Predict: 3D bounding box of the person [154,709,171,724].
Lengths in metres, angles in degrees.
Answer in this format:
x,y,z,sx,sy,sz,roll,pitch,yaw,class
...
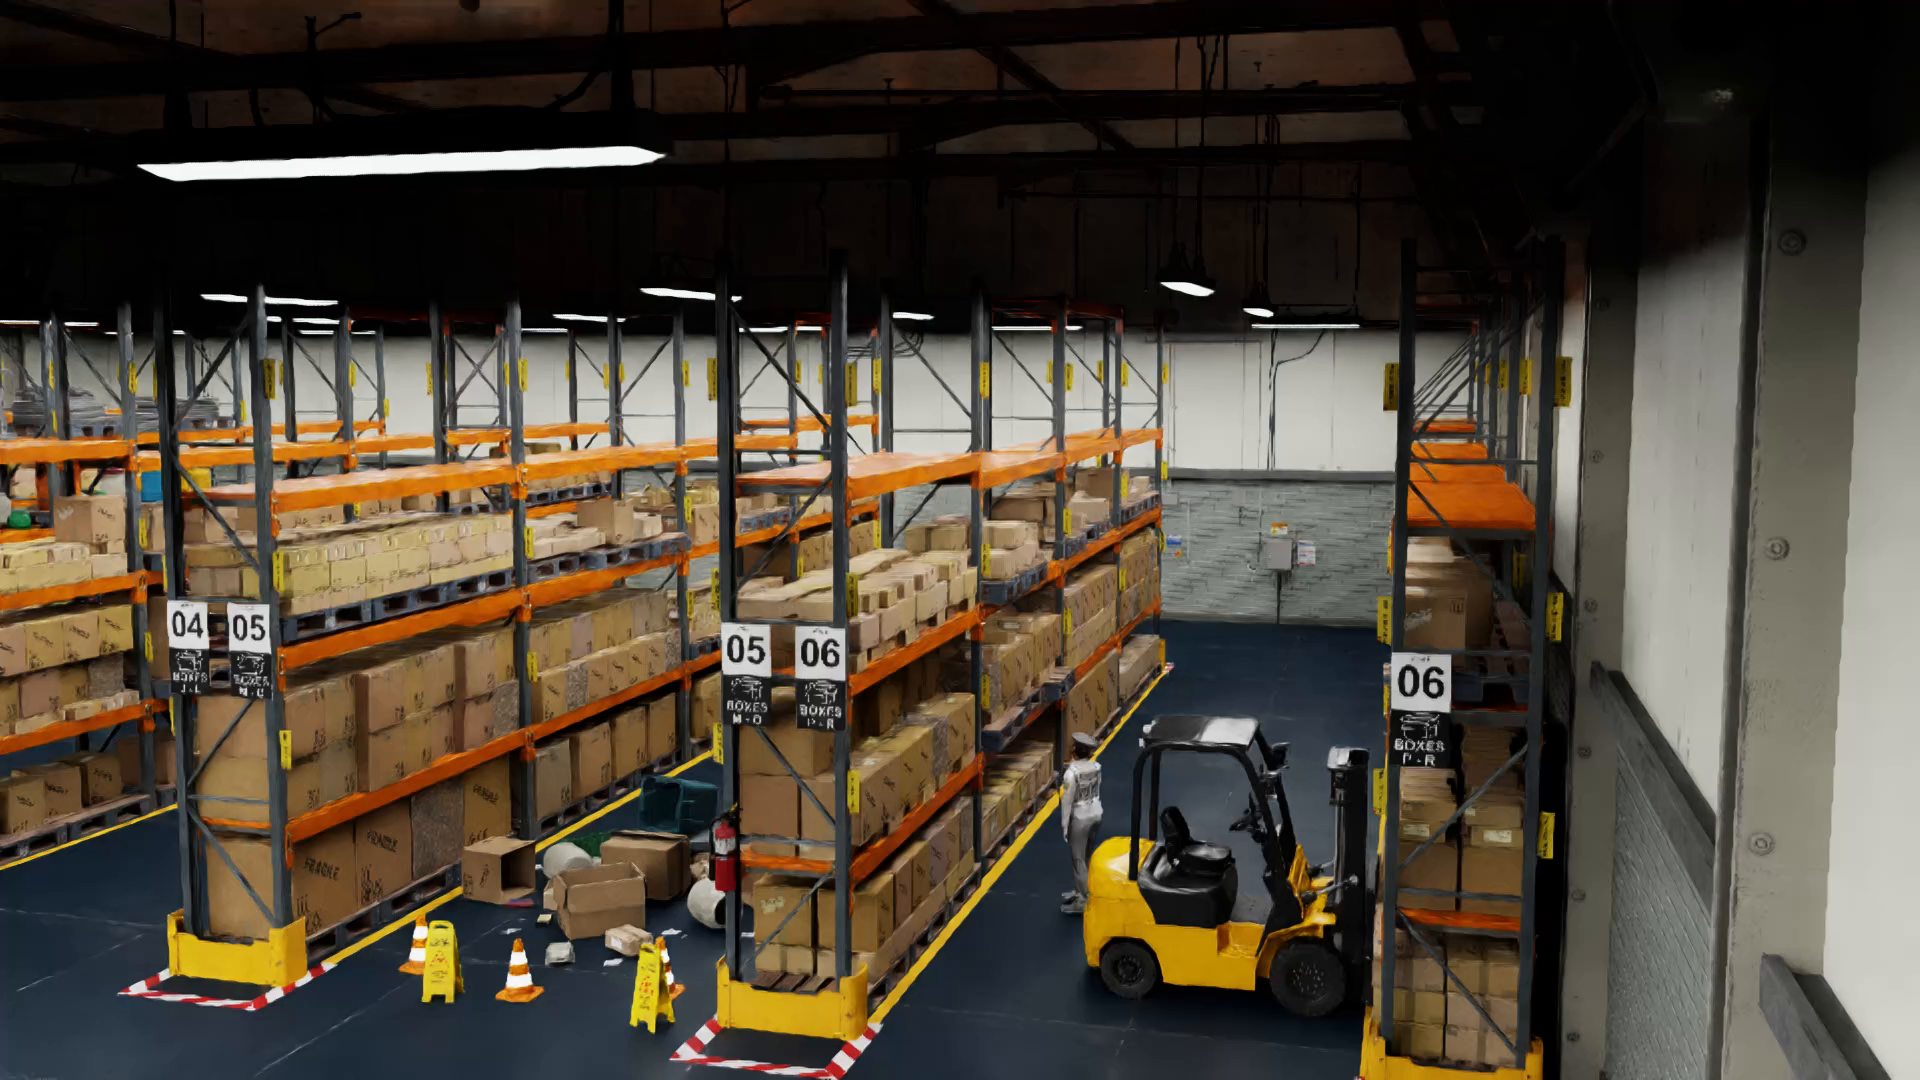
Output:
x,y,z,sx,sy,sz,roll,pitch,yaw,class
-10.980,2.009,22.607,0.417,1.517,1.036,2,6,18,person

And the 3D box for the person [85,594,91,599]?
x,y,z,sx,sy,sz,roll,pitch,yaw,class
-17.738,0.753,33.714,0.433,1.684,0.552,-1,6,-11,person

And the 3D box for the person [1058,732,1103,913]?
x,y,z,sx,sy,sz,roll,pitch,yaw,class
1.112,2.661,15.764,0.525,1.675,0.454,-6,8,-43,person
